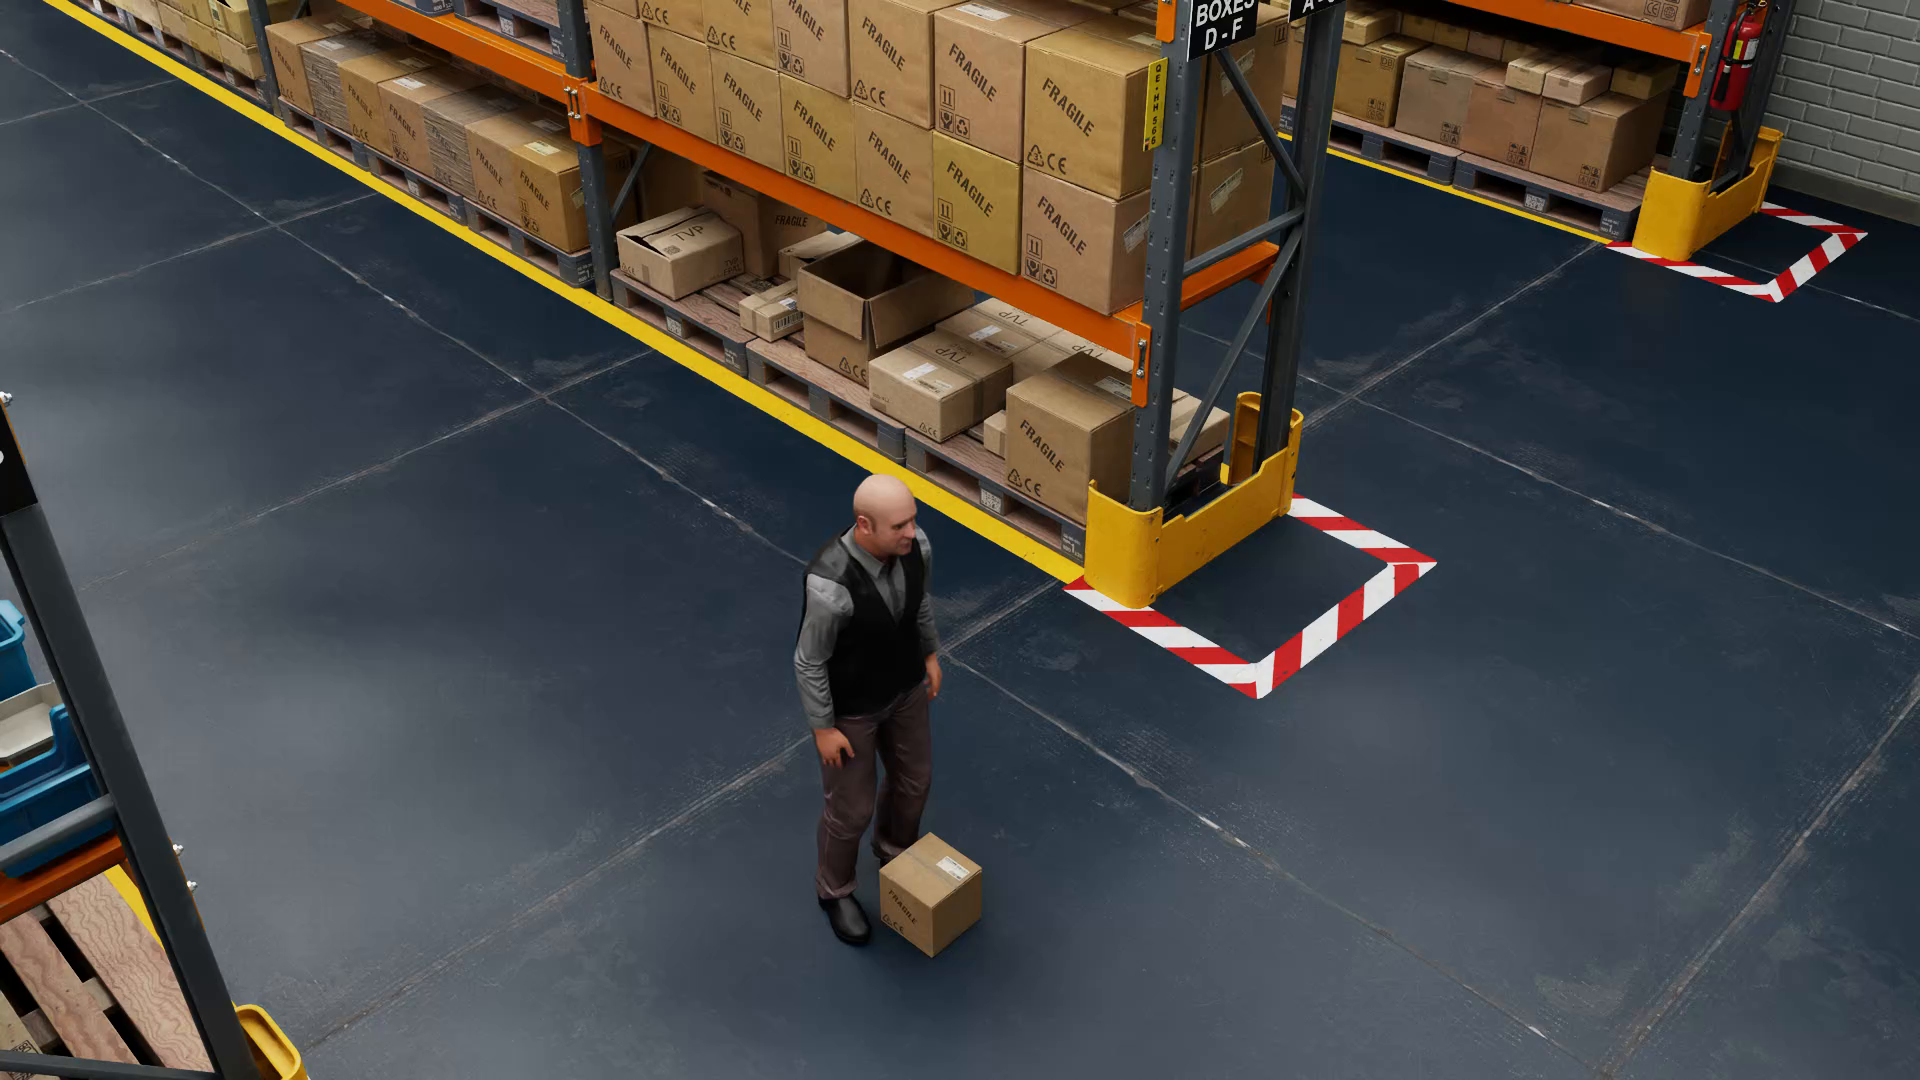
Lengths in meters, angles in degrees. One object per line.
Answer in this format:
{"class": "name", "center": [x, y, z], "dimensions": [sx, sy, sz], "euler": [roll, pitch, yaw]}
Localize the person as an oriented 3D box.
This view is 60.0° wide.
{"class": "person", "center": [-0.279, 0.512, 5.440], "dimensions": [0.469, 1.721, 0.594], "euler": [27, 43, 33]}
